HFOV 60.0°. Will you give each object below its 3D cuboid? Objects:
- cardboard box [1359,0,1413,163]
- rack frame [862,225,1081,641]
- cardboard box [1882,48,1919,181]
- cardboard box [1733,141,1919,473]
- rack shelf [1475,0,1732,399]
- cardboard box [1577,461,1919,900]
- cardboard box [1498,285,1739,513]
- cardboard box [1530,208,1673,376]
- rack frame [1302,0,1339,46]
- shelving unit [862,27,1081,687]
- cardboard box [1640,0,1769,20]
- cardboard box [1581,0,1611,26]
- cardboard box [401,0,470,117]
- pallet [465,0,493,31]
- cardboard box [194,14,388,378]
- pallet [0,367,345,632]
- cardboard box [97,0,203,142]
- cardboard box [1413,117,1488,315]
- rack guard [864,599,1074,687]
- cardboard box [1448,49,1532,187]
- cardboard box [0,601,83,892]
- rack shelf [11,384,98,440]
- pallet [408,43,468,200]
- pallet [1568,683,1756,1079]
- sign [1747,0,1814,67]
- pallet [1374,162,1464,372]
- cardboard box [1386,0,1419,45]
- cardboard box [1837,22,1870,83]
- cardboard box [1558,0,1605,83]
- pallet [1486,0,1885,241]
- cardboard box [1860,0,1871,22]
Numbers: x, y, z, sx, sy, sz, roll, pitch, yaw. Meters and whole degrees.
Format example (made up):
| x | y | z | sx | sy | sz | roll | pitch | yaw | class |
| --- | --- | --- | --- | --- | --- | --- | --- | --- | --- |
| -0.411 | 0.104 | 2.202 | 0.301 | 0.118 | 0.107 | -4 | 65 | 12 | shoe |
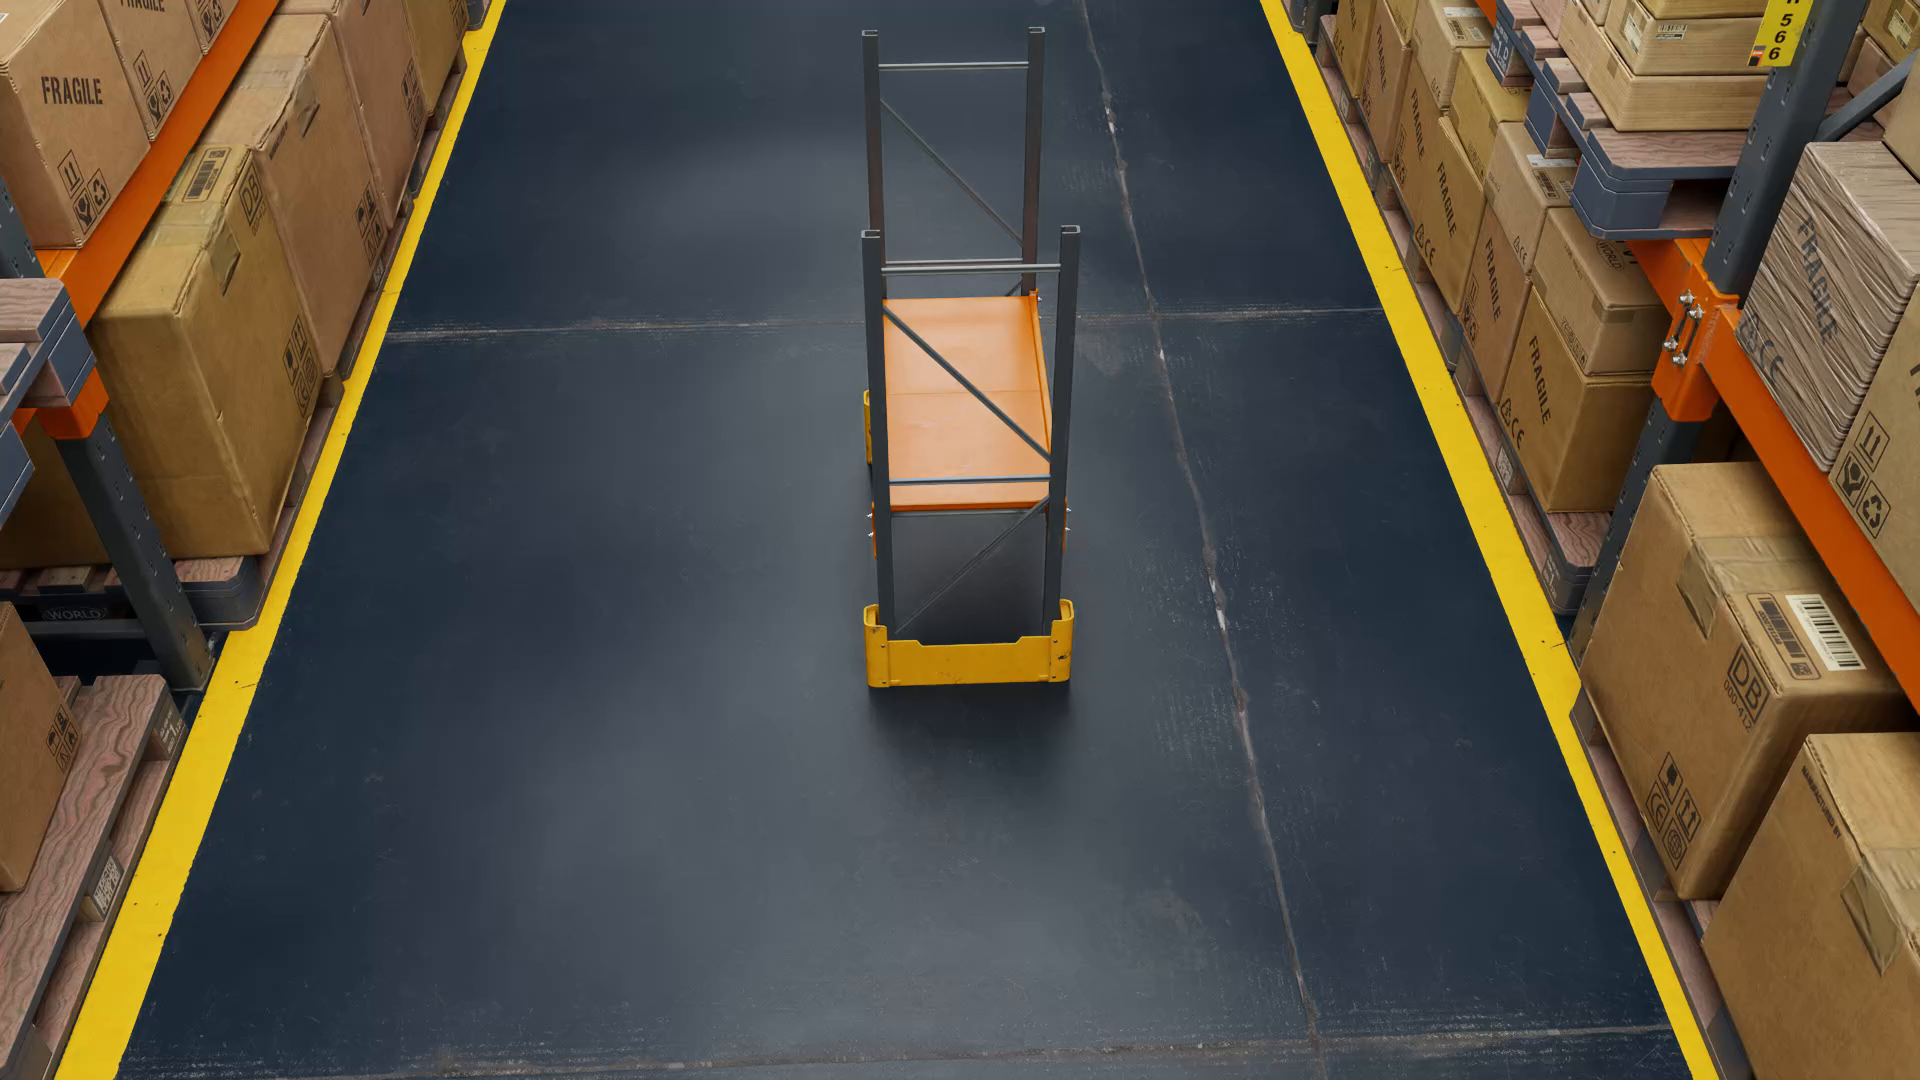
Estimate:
| x | y | z | sx | sy | sz | roll | pitch | yaw | class |
| --- | --- | --- | --- | --- | --- | --- | --- | --- | --- |
| 1.910 | -1.837 | 6.574 | 0.500 | 0.500 | 0.500 | 0 | 43 | 0 | cardboard box |
| 0.025 | -0.152 | 4.306 | 0.500 | 1.500 | 0.032 | -2 | 43 | -2 | rack frame |
| 2.299 | -0.869 | 3.165 | 0.700 | 0.500 | 0.500 | -2 | 43 | -2 | cardboard box |
| 2.039 | -0.493 | 3.494 | 0.500 | 0.500 | 0.500 | -1 | 43 | -1 | cardboard box |
| 2.205 | -1.852 | 5.583 | 1.077 | 0.370 | 4.000 | -2 | 43 | -2 | rack shelf |
| 2.226 | 0.321 | 4.034 | 1.050 | 0.750 | 0.750 | -2 | 43 | -2 | cardboard box |
| 2.000 | -0.437 | 5.046 | 0.500 | 0.500 | 0.500 | -2 | 43 | -2 | cardboard box |
| 1.999 | -0.731 | 4.812 | 0.500 | 0.250 | 0.500 | -3 | 43 | -3 | cardboard box |
| 2.120 | -3.468 | 6.813 | 1.000 | 3.000 | 0.127 | -2 | 43 | -2 | rack frame |
| 0.003 | -0.501 | 4.687 | 0.587 | 1.500 | 1.083 | -2 | 43 | -2 | shelving unit |
| 1.811 | -1.367 | 3.956 | 0.380 | 0.149 | 0.250 | -3 | 43 | -3 | cardboard box |
| 1.801 | -1.440 | 4.256 | 0.380 | 0.149 | 0.250 | 0 | 43 | 0 | cardboard box |
| -2.793 | -2.334 | 6.838 | 1.225 | 0.875 | 0.875 | -2 | 43 | -2 | cardboard box |
| -2.794 | -2.881 | 8.237 | 1.003 | 0.211 | 1.213 | -2 | 43 | -2 | pallet |
| -2.709 | -1.133 | 5.528 | 1.225 | 0.875 | 0.875 | -2 | 43 | -2 | cardboard box |
| -2.628 | -0.200 | 5.312 | 1.003 | 0.211 | 1.213 | -2 | 43 | -2 | pallet |
| -2.443 | -1.414 | 4.499 | 0.500 | 0.500 | 0.500 | -3 | 43 | -3 | cardboard box |
| 1.943 | -1.145 | 5.818 | 0.500 | 0.500 | 0.500 | -3 | 43 | -4 | cardboard box |
| 0.024 | 0.296 | 4.743 | 0.587 | 0.250 | 0.087 | -2 | 43 | -2 | rack guard |
| 1.960 | -1.415 | 5.559 | 0.500 | 0.250 | 0.500 | -1 | 43 | -1 | cardboard box |
| -2.622 | 0.518 | 3.990 | 0.700 | 0.500 | 0.500 | -4 | 43 | -4 | cardboard box |
| -2.585 | 0.922 | 2.556 | 1.077 | 0.370 | 4.000 | -2 | 43 | -2 | rack shelf |
| -2.732 | -1.847 | 7.109 | 1.003 | 0.211 | 1.213 | -2 | 43 | -2 | pallet |
| 2.248 | 0.795 | 4.226 | 1.003 | 0.211 | 1.213 | -2 | 43 | -2 | pallet |
| 1.748 | -1.143 | 3.479 | 0.100 | 0.325 | 0.005 | -2 | 43 | -2 | sign |
| 2.209 | -1.089 | 6.281 | 1.003 | 0.211 | 1.213 | -2 | 43 | -2 | pallet |
| 1.912 | -2.112 | 6.318 | 0.500 | 0.250 | 0.500 | -1 | 43 | -1 | cardboard box |
| 2.461 | -1.319 | 4.344 | 0.380 | 0.149 | 0.250 | 0 | 43 | 0 | cardboard box |
| 1.801 | -1.317 | 4.342 | 0.380 | 0.149 | 0.250 | -2 | 43 | -2 | cardboard box |
| 2.153 | -1.175 | 4.454 | 1.213 | 0.211 | 1.003 | -2 | 43 | -2 | pallet |
| 2.456 | -1.454 | 4.272 | 0.380 | 0.149 | 0.250 | 0 | 43 | 0 | cardboard box |
